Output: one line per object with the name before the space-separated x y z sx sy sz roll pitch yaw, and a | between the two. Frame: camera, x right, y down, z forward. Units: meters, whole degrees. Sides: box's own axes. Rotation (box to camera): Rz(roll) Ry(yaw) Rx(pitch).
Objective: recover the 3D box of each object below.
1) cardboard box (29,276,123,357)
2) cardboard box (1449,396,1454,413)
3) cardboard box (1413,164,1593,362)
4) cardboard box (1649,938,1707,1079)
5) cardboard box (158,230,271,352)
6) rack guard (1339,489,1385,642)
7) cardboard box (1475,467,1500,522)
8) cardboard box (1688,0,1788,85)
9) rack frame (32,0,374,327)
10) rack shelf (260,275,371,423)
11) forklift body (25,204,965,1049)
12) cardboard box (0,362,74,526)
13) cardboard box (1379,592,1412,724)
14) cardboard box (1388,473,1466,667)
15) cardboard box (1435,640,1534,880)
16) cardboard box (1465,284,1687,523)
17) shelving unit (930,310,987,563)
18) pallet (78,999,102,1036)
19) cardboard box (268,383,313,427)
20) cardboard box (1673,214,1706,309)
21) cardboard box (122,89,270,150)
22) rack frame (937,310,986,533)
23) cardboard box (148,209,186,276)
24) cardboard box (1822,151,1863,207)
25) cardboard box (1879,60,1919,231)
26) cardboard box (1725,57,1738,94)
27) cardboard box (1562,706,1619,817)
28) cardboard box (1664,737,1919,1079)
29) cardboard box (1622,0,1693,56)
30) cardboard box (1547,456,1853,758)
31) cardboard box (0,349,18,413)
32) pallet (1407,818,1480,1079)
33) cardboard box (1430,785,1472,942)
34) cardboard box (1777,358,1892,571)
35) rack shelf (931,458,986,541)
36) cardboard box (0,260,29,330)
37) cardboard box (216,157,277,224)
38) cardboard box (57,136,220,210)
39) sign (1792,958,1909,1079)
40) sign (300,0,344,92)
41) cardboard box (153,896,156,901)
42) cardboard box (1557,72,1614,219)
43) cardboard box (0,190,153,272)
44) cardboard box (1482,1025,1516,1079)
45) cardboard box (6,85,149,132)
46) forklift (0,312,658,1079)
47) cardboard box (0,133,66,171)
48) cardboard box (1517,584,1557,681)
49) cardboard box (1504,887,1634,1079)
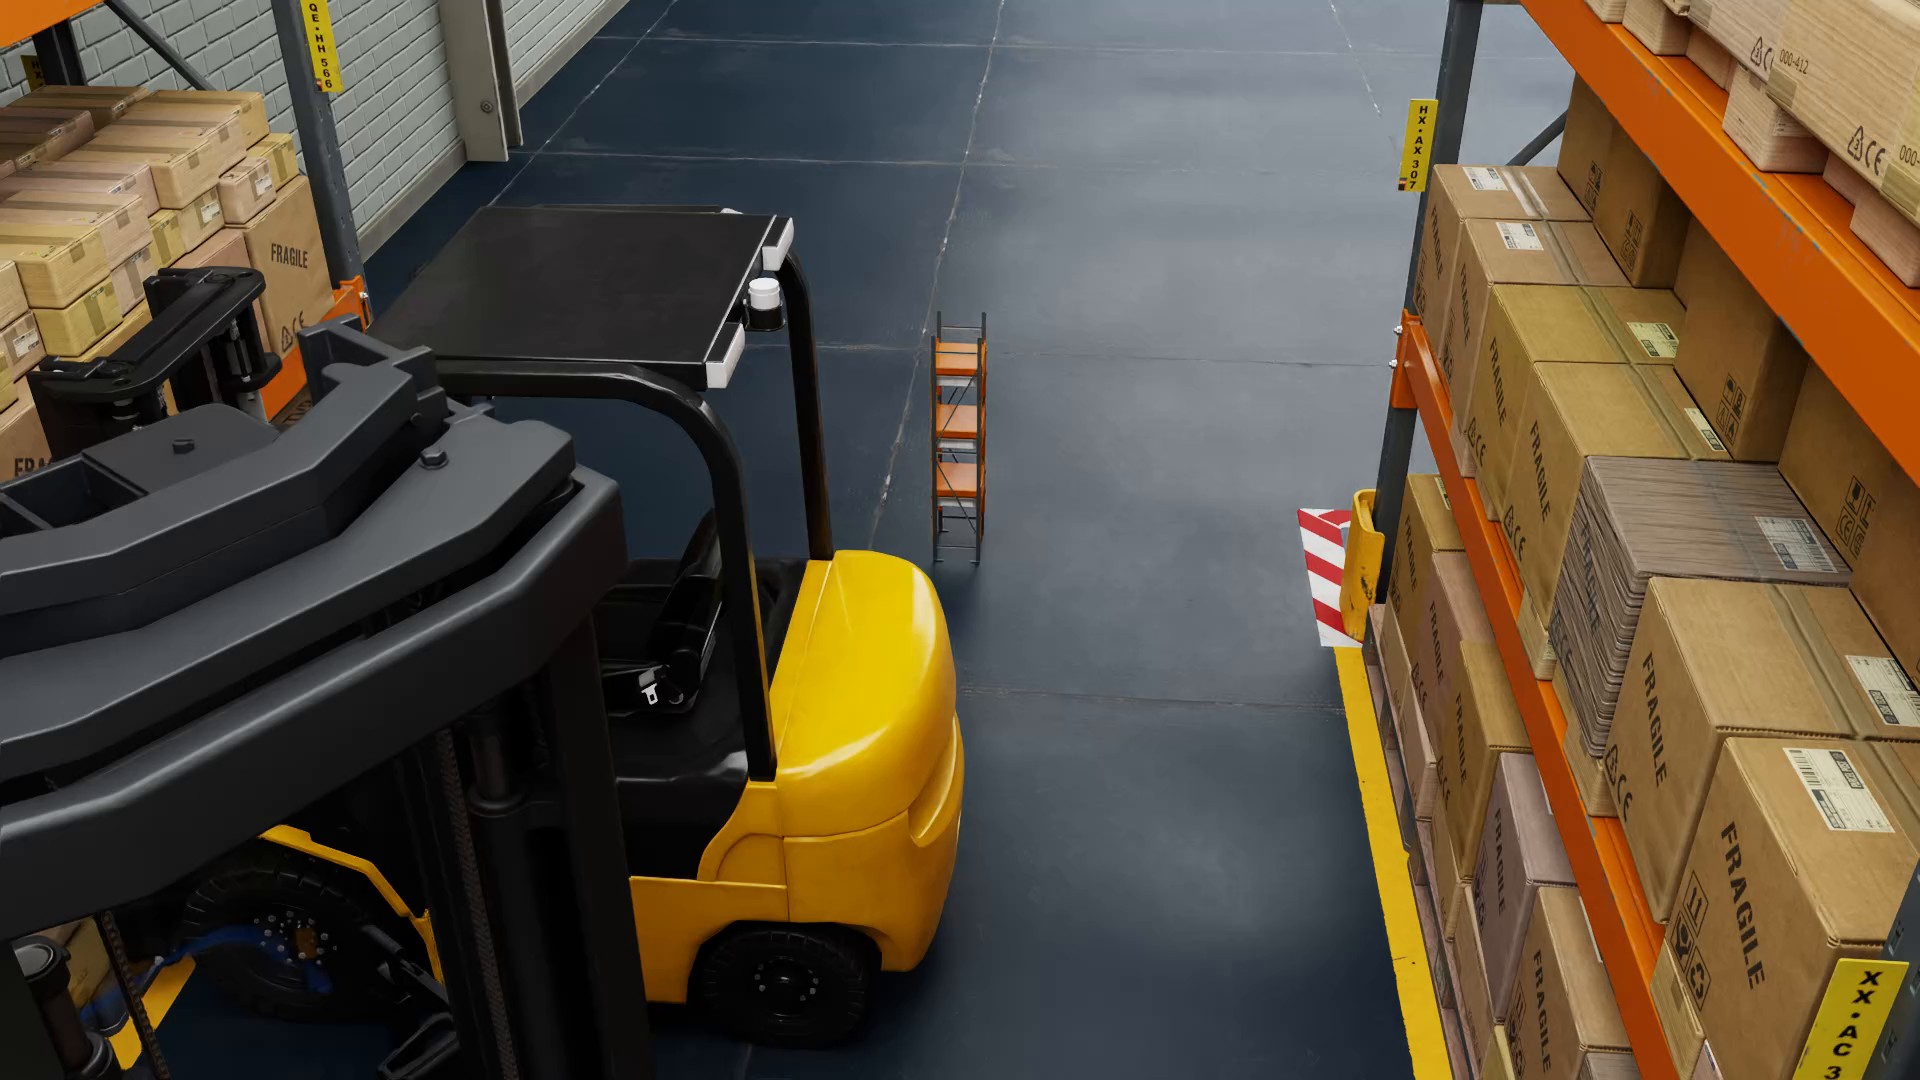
cardboard box | -2.637 -0.644 4.723 0.380 0.149 0.250 3 32 4
cardboard box | 1.796 -0.437 5.340 0.380 0.149 0.250 1 32 2
cardboard box | 1.824 -0.914 5.495 0.500 0.500 0.500 2 32 3
cardboard box | 1.549 0.906 3.160 0.380 0.149 0.250 3 32 5
cardboard box | -2.638 -0.694 5.422 0.500 0.500 0.500 3 32 6
rack guard | 2.133 0.123 6.574 1.175 0.500 0.348 2 32 4
cardboard box | 1.742 -0.170 4.906 0.380 0.149 0.250 3 32 5
cardboard box | 1.677 -1.001 3.016 0.500 0.250 0.500 2 32 3
rack frame | -2.808 -1.191 6.323 1.000 3.000 0.127 2 32 4
rack shelf | -2.971 0.161 4.815 1.077 0.370 4.000 2 32 4
forklift body | -1.145 0.240 4.810 2.313 2.155 1.214 2 32 4
cardboard box | -2.710 -0.163 4.559 0.500 0.500 0.500 3 32 4
cardboard box | 1.798 0.421 5.928 0.500 0.250 0.500 2 32 4
cardboard box | 1.796 0.114 5.711 0.500 0.500 0.500 1 32 2
cardboard box | 1.709 0.650 4.842 0.500 0.500 0.500 3 32 5
cardboard box | 1.745 -0.377 4.623 0.500 0.500 0.500 2 32 3
shelving unit | -0.004 -0.419 6.929 0.215 1.050 0.252 2 32 4
pallet | -3.028 1.674 4.333 1.003 0.211 1.213 2 32 4
cardboard box | -2.535 -0.371 6.260 0.500 0.250 0.500 3 32 6
cardboard box | 2.327 -0.764 4.298 0.700 0.500 0.500 2 32 3
cardboard box | -2.628 -1.440 5.730 0.380 0.149 0.250 3 32 4
rack frame | 0.006 -0.483 7.033 0.200 1.050 0.008 2 32 4
cardboard box | -2.662 -0.919 5.169 0.380 0.149 0.250 2 32 4
cardboard box | 1.708 -0.631 2.795 0.380 0.149 0.250 1 32 2
cardboard box | 1.581 -0.472 2.157 0.500 0.250 0.500 2 32 4
cardboard box | 1.738 -0.907 3.243 0.380 0.149 0.250 3 32 5
cardboard box | 1.615 0.505 3.810 0.380 0.149 0.250 2 32 3
cardboard box | 1.602 0.699 2.878 0.500 0.500 0.500 2 32 3
cardboard box | 1.706 -1.176 3.679 0.380 0.149 0.250 2 32 3
cardboard box | 1.675 0.158 3.756 0.500 0.500 0.500 3 32 5
cardboard box | -2.700 -0.381 4.296 0.380 0.149 0.250 2 32 3
pallet | 1.930 1.306 4.930 1.003 0.211 1.213 2 32 4
cardboard box | 1.717 0.974 5.032 0.500 0.250 0.500 5 32 7
cardboard box | 2.197 -0.232 3.436 0.700 0.500 0.500 2 32 3
rack shelf | -0.004 -0.173 7.081 0.215 0.259 0.240 2 32 4
cardboard box | -2.747 -0.637 4.428 0.380 0.149 0.250 3 32 5
cardboard box | -2.549 -1.181 5.594 0.380 0.149 0.250 3 32 5
cardboard box | -2.611 -1.172 5.295 0.380 0.149 0.250 3 32 5
sign | 1.272 0.723 2.392 0.100 0.325 0.005 2 32 4
sign | -2.269 -1.754 5.908 0.100 0.325 0.005 2 32 4
cardboard box | -2.651 0.854 5.226 0.500 0.250 0.500 3 32 6
cardboard box | 2.315 -1.299 5.167 0.700 0.500 0.500 2 32 3
cardboard box | -2.616 -0.904 4.860 0.380 0.149 0.250 3 32 5
cardboard box | 1.627 1.503 4.172 0.500 0.250 0.500 2 32 3
cardboard box | -3.049 -1.470 5.778 0.380 0.149 0.250 2 32 3
forklift | -1.277 0.999 2.835 3.031 2.935 1.130 23 38 32
cardboard box | -3.111 -1.196 5.334 0.380 0.149 0.250 3 32 5
cardboard box | 1.651 0.237 4.246 0.380 0.149 0.250 3 32 4
cardboard box | 1.634 1.197 3.955 0.500 0.500 0.500 3 32 5
